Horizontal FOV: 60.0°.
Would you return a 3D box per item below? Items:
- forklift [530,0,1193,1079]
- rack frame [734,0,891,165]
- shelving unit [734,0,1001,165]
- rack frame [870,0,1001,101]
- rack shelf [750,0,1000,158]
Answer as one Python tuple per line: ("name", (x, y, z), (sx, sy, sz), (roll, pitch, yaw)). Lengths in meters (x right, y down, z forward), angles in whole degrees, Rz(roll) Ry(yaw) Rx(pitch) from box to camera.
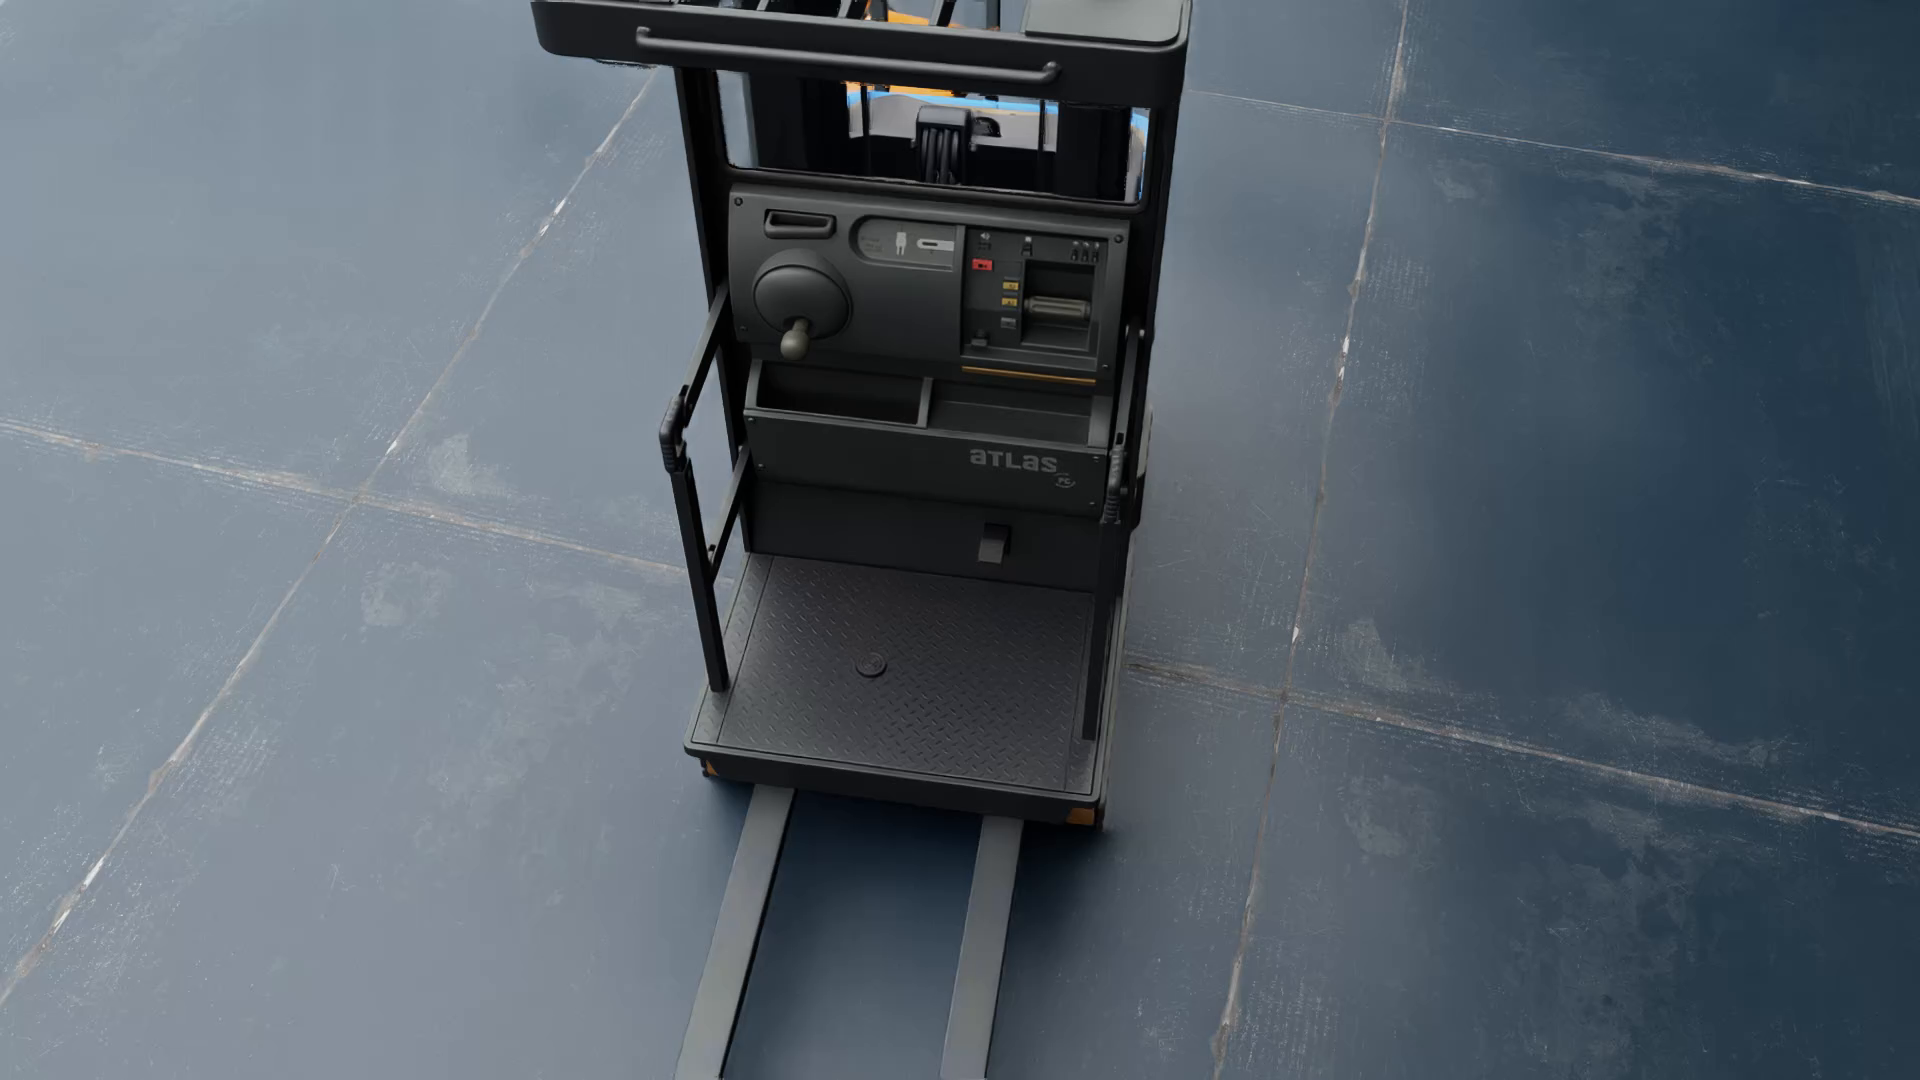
("forklift", (-0.112, -0.487, 3.725), (1.130, 2.935, 3.031), (7, 49, 6))
("rack frame", (-0.452, -1.278, 5.377), (0.500, 1.500, 0.032), (16, 50, 13))
("shelving unit", (-0.276, -1.628, 5.686), (0.587, 1.500, 1.083), (16, 50, 13))
("rack frame", (-0.093, -1.991, 6.007), (0.500, 1.500, 0.032), (16, 50, 13))
("rack shelf", (-0.273, -1.515, 5.827), (0.538, 0.185, 1.000), (16, 50, 13))
